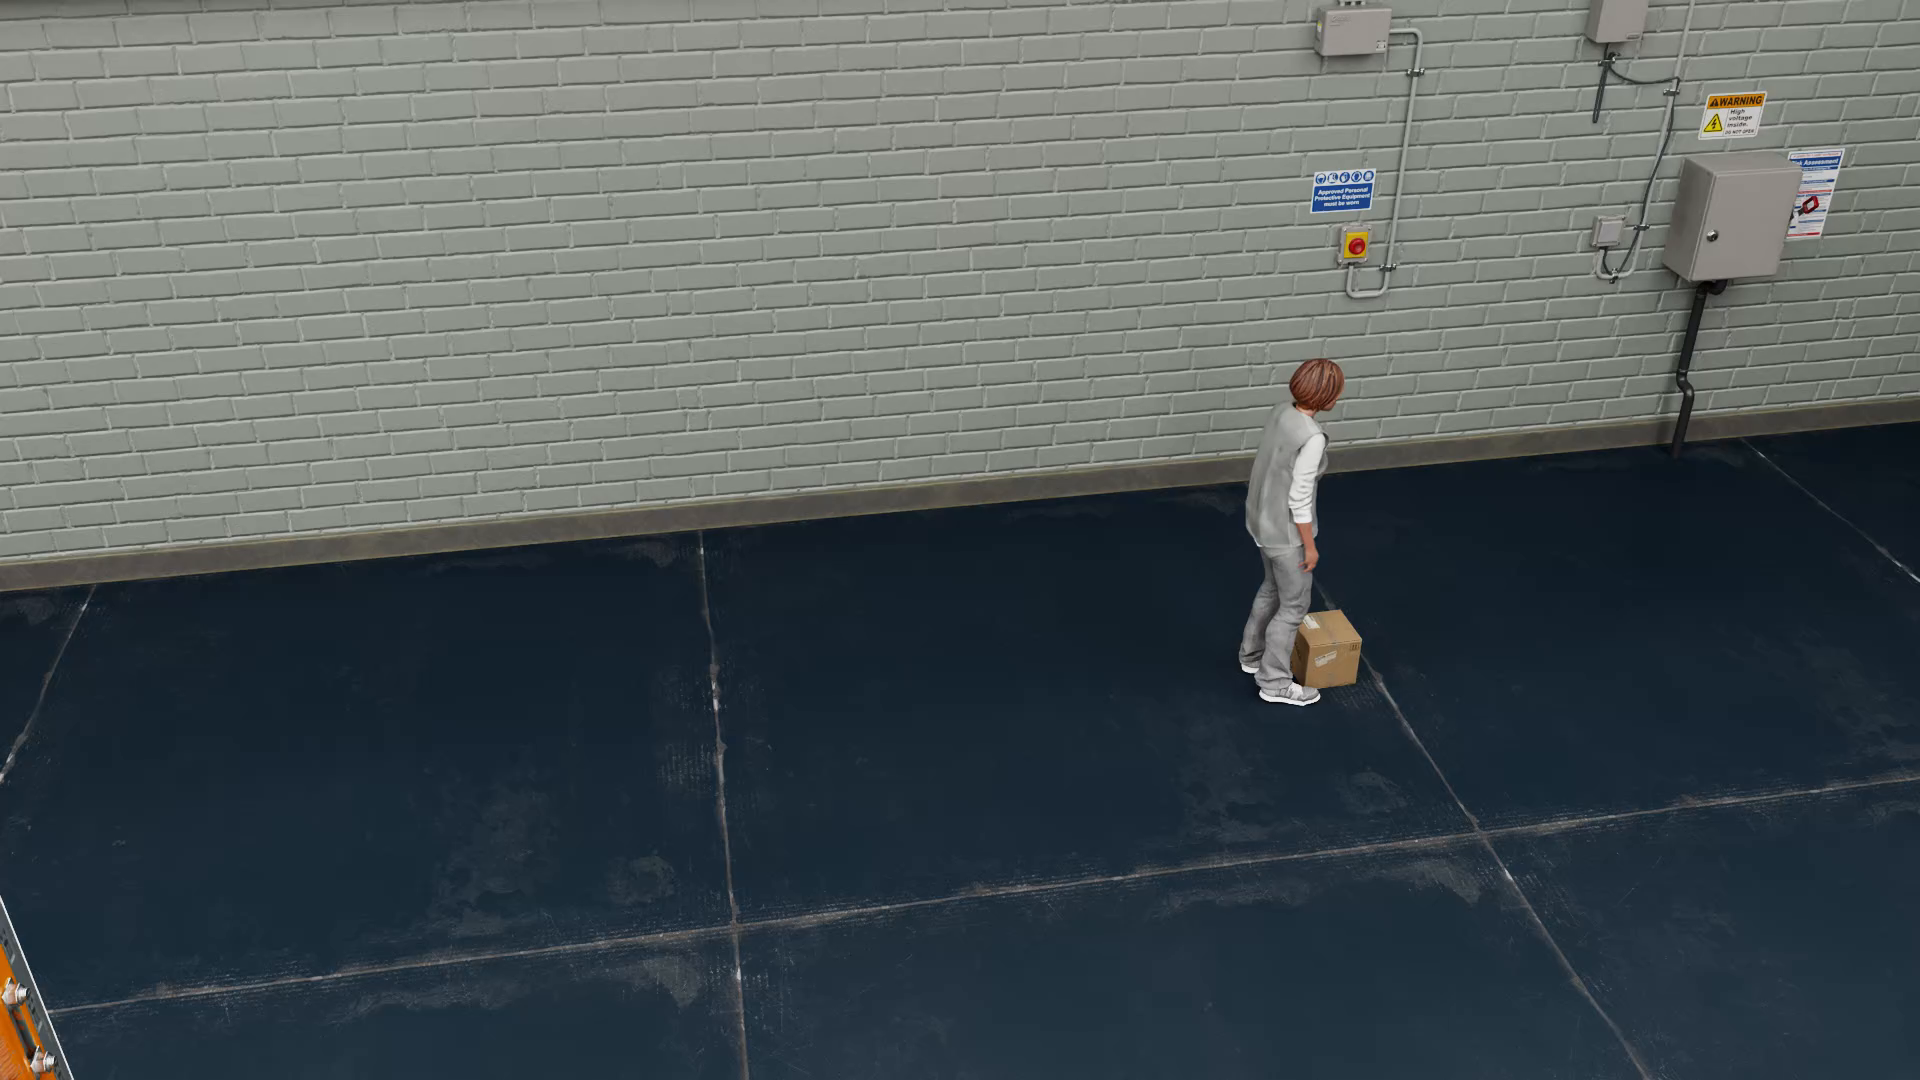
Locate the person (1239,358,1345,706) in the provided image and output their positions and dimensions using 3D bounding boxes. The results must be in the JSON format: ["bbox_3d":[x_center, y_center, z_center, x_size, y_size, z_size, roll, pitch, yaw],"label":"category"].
[{"bbox_3d":[1.420,-0.044,7.215,0.344,1.593,0.460,-5,31,-9],"label":"person"}]
